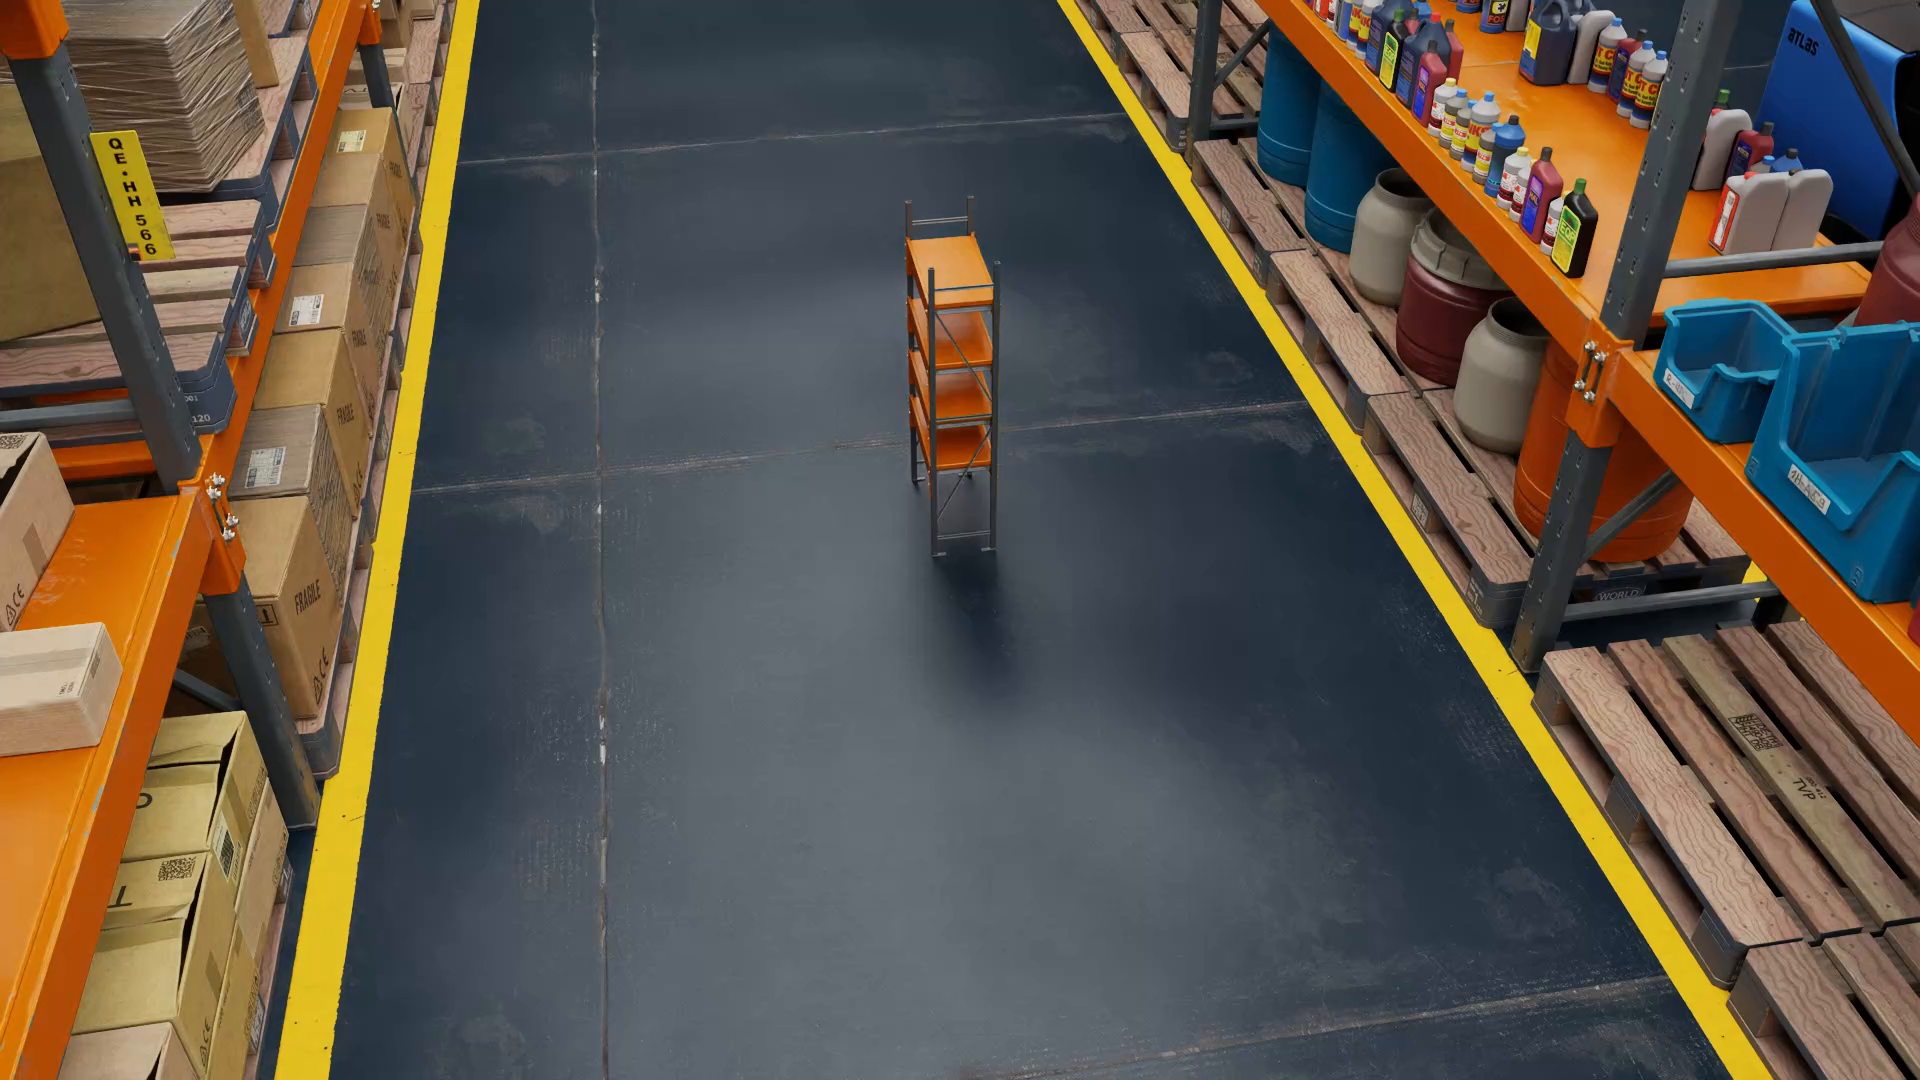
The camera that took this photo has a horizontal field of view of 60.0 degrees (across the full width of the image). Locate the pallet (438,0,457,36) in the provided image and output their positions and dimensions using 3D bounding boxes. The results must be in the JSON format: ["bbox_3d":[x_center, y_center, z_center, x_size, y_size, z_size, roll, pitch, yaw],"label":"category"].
[{"bbox_3d":[-3.728,-3.486,10.565,1.003,0.211,1.213,-6,38,-8],"label":"pallet"}]

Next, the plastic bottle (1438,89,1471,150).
[{"bbox_3d":[1.762,-1.497,5.894,0.097,0.201,0.097,0,38,0],"label":"plastic bottle"}]

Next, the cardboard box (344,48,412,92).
[{"bbox_3d":[-3.203,-2.552,9.040,0.380,0.166,0.250,-6,38,-8],"label":"cardboard box"}]

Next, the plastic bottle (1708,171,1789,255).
[{"bbox_3d":[2.490,-1.044,5.250,0.152,0.276,0.135,-6,38,-8],"label":"plastic bottle"}]

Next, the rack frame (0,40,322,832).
[{"bbox_3d":[-2.480,-0.283,4.169,1.000,3.000,0.127,-6,38,-8],"label":"rack frame"}]

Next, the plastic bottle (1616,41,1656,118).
[{"bbox_3d":[2.485,-1.690,6.085,0.097,0.271,0.097,0,38,0],"label":"plastic bottle"}]

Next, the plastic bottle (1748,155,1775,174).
[{"bbox_3d":[2.630,-1.162,5.463,0.097,0.201,0.097,0,38,0],"label":"plastic bottle"}]

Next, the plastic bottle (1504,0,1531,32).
[{"bbox_3d":[2.300,-2.230,6.777,0.152,0.276,0.135,-6,38,-8],"label":"plastic bottle"}]

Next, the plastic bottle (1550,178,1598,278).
[{"bbox_3d":[1.907,-0.965,5.143,0.061,0.283,0.133,-6,38,-8],"label":"plastic bottle"}]

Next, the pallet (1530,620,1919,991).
[{"bbox_3d":[2.495,0.760,5.099,1.003,0.211,1.213,-6,38,-8],"label":"pallet"}]

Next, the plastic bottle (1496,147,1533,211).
[{"bbox_3d":[1.847,-1.203,5.515,0.097,0.201,0.097,0,38,0],"label":"plastic bottle"}]

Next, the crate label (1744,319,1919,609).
[{"bbox_3d":[2.305,-0.198,4.031,0.502,0.435,0.616,-6,38,-8],"label":"crate label"}]

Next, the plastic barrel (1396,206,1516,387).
[{"bbox_3d":[2.097,-1.002,6.719,0.600,0.588,0.708,-6,38,-8],"label":"plastic barrel"}]

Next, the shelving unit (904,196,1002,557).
[{"bbox_3d":[-0.029,-0.574,6.011,0.258,1.200,0.503,-6,38,-8],"label":"shelving unit"}]

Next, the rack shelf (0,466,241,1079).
[{"bbox_3d":[-2.129,1.210,2.834,1.077,0.370,4.000,-6,38,-8],"label":"rack shelf"}]

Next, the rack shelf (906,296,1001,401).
[{"bbox_3d":[-0.029,-0.697,5.915,0.258,0.148,0.480,-6,38,-8],"label":"rack shelf"}]

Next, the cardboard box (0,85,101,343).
[{"bbox_3d":[-2.701,-0.856,4.483,0.700,0.500,0.500,-19,42,-23],"label":"cardboard box"}]

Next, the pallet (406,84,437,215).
[{"bbox_3d":[-3.300,-2.012,8.668,1.003,0.211,1.213,-6,38,-8],"label":"pallet"}]

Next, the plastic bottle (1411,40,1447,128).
[{"bbox_3d":[1.706,-1.656,6.031,0.061,0.283,0.133,-6,38,-8],"label":"plastic bottle"}]

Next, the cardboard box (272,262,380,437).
[{"bbox_3d":[-2.555,-0.709,6.396,0.500,0.500,0.500,-7,38,-9],"label":"cardboard box"}]

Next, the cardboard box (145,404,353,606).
[{"bbox_3d":[-2.375,-0.090,5.600,0.500,0.500,0.500,-8,38,-10],"label":"cardboard box"}]

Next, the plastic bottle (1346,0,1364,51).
[{"bbox_3d":[1.599,-2.085,6.594,0.097,0.271,0.097,0,38,0],"label":"plastic bottle"}]

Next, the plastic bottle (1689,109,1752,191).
[{"bbox_3d":[2.559,-1.340,5.630,0.152,0.276,0.135,-6,38,-8],"label":"plastic bottle"}]

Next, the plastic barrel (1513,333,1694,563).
[{"bbox_3d":[2.295,-0.416,5.766,0.600,0.830,0.708,-6,38,-8],"label":"plastic barrel"}]

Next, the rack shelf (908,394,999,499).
[{"bbox_3d":[-0.029,-0.364,6.174,0.258,0.148,0.480,-6,38,-8],"label":"rack shelf"}]

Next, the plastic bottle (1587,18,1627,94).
[{"bbox_3d":[2.444,-1.829,6.264,0.097,0.271,0.097,0,38,0],"label":"plastic bottle"}]

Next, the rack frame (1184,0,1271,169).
[{"bbox_3d":[1.696,-3.229,7.961,1.000,3.000,0.127,-6,38,-8],"label":"rack frame"}]

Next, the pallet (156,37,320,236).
[{"bbox_3d":[-2.825,-1.381,5.739,1.003,0.211,1.213,-6,38,-8],"label":"pallet"}]

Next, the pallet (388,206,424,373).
[{"bbox_3d":[-3.001,-1.110,7.507,1.003,0.211,1.213,-6,38,-8],"label":"pallet"}]

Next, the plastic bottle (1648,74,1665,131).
[{"bbox_3d":[2.540,-1.568,5.918,0.061,0.283,0.133,-6,38,-8],"label":"plastic bottle"}]

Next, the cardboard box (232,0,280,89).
[{"bbox_3d":[-2.810,-1.843,5.754,0.700,0.500,0.500,-16,41,-19],"label":"cardboard box"}]

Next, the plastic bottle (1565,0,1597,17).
[{"bbox_3d":[2.373,-2.024,6.451,0.144,0.351,0.185,-6,38,-8],"label":"plastic bottle"}]

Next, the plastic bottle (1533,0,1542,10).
[{"bbox_3d":[2.311,-2.074,6.580,0.097,0.271,0.097,0,38,0],"label":"plastic bottle"}]

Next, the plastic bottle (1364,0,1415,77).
[{"bbox_3d":[1.664,-1.975,6.388,0.144,0.351,0.185,-6,38,-8],"label":"plastic bottle"}]

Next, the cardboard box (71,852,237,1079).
[{"bbox_3d":[-2.048,1.019,3.935,0.500,0.311,0.500,-7,38,-9],"label":"cardboard box"}]

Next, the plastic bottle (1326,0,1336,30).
[{"bbox_3d":[1.558,-2.198,6.796,0.097,0.201,0.097,0,38,0],"label":"plastic bottle"}]

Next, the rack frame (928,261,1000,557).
[{"bbox_3d":[0.014,-0.426,5.821,0.240,1.200,0.015,-6,38,-8],"label":"rack frame"}]

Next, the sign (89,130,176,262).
[{"bbox_3d":[-1.934,-0.801,3.893,0.100,0.325,0.005,-6,38,-8],"label":"sign"}]

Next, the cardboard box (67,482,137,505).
[{"bbox_3d":[-2.889,-0.338,5.308,0.500,0.250,0.500,-5,38,-6],"label":"cardboard box"}]

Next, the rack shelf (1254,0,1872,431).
[{"bbox_3d":[2.047,-1.737,6.627,1.077,0.370,4.000,-6,38,-8],"label":"rack shelf"}]

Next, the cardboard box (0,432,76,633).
[{"bbox_3d":[-2.459,-0.023,3.907,0.500,0.311,0.500,-4,38,-5],"label":"cardboard box"}]

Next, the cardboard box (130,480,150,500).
[{"bbox_3d":[-2.875,-0.009,5.495,0.500,0.500,0.500,-5,38,-6],"label":"cardboard box"}]

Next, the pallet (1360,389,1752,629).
[{"bbox_3d":[2.218,-0.184,6.314,1.003,0.211,1.213,-6,38,-8],"label":"pallet"}]

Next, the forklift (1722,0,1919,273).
[{"bbox_3d":[4.642,-2.232,6.734,1.130,2.935,3.031,-8,39,-10],"label":"forklift"}]

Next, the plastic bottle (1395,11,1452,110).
[{"bbox_3d":[1.719,-1.783,6.140,0.144,0.351,0.185,-6,38,-8],"label":"plastic bottle"}]

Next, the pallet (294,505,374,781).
[{"bbox_3d":[-2.573,0.364,5.610,1.003,0.211,1.213,-6,38,-8],"label":"pallet"}]

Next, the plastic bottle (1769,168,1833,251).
[{"bbox_3d":[2.640,-1.060,5.271,0.152,0.276,0.135,-6,38,-8],"label":"plastic bottle"}]

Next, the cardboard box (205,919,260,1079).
[{"bbox_3d":[-2.053,1.240,4.108,0.500,0.250,0.500,-7,38,-8],"label":"cardboard box"}]

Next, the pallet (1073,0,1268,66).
[{"bbox_3d":[1.312,-3.306,10.334,1.003,0.211,1.213,-6,38,-8],"label":"pallet"}]

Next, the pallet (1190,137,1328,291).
[{"bbox_3d":[1.791,-1.657,8.211,1.003,0.211,1.213,-6,38,-8],"label":"pallet"}]

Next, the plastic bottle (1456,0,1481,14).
[{"bbox_3d":[2.140,-2.344,6.927,0.097,0.271,0.097,0,38,0],"label":"plastic bottle"}]

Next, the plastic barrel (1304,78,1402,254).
[{"bbox_3d":[1.899,-1.808,7.500,0.600,0.901,0.708,-6,38,-8],"label":"plastic barrel"}]

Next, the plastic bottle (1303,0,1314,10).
[{"bbox_3d":[1.496,-2.379,6.963,0.061,0.283,0.133,-6,38,-8],"label":"plastic bottle"}]

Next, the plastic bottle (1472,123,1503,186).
[{"bbox_3d":[1.813,-1.320,5.667,0.097,0.201,0.097,0,38,0],"label":"plastic bottle"}]

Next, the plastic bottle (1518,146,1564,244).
[{"bbox_3d":[1.866,-1.105,5.322,0.061,0.283,0.133,-6,38,-8],"label":"plastic bottle"}]

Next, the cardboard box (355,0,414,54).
[{"bbox_3d":[-3.515,-3.021,9.369,0.797,0.503,0.637,-6,38,-8],"label":"cardboard box"}]

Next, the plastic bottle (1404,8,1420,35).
[{"bbox_3d":[1.710,-1.855,6.287,0.061,0.283,0.133,-6,38,-8],"label":"plastic bottle"}]

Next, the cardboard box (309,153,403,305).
[{"bbox_3d":[-2.734,-1.318,7.181,0.500,0.500,0.500,-6,38,-8],"label":"cardboard box"}]

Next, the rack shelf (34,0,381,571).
[{"bbox_3d":[-2.830,-1.206,5.944,1.077,0.370,4.000,-6,38,-8],"label":"rack shelf"}]
